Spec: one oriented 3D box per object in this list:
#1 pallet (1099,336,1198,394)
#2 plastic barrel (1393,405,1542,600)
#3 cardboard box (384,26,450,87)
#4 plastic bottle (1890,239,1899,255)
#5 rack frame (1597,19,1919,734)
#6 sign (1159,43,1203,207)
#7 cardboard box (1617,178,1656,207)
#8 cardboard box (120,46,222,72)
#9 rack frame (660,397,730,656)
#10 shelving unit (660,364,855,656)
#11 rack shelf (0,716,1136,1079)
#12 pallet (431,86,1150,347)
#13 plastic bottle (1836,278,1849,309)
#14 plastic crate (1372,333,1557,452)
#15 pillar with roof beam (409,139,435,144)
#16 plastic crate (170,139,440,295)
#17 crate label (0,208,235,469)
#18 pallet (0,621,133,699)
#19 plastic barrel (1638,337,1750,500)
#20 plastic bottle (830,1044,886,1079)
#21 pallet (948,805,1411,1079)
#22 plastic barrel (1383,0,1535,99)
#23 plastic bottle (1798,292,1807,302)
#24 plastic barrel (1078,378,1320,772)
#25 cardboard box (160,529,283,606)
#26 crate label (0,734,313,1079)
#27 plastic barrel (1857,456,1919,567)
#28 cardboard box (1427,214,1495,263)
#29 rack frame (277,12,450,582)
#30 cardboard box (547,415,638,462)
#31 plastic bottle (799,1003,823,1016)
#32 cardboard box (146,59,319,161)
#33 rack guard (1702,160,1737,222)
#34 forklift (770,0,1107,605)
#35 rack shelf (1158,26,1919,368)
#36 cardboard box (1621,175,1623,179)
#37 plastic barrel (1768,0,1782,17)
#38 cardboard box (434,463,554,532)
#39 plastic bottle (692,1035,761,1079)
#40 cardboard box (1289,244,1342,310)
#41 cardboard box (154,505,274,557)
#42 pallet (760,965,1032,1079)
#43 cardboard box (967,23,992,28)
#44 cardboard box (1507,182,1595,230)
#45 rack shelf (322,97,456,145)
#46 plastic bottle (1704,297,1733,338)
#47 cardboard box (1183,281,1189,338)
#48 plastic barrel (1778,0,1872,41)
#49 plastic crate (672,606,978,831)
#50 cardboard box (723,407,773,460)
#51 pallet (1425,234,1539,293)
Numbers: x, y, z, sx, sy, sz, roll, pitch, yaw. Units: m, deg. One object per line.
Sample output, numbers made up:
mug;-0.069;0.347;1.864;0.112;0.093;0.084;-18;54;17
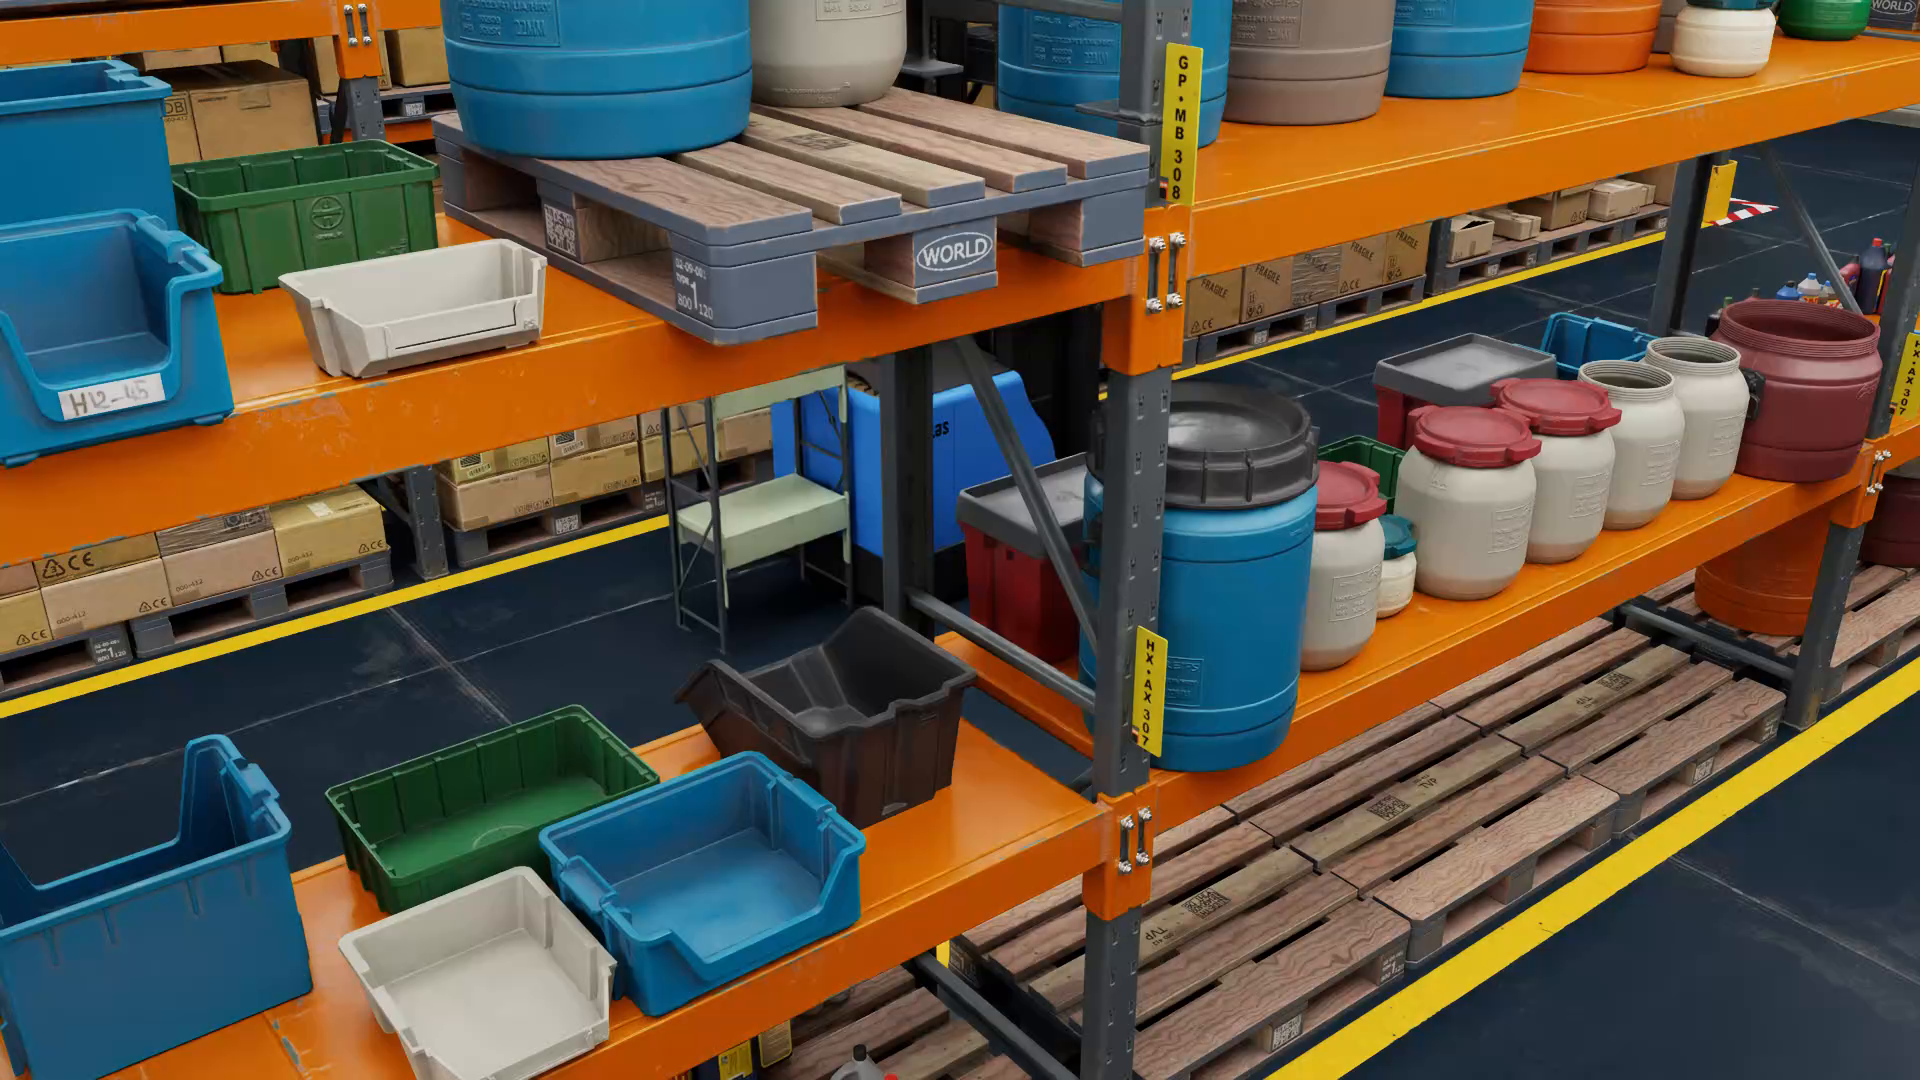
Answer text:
pallet;0.836;-1.286;11.270;1.213;0.211;1.003;-18;31;-34
plastic barrel;1.596;-0.117;5.277;0.433;0.535;0.433;0;25;0
cardboard box;-4.165;-3.798;12.729;0.500;0.500;0.700;-18;31;-34
plastic bottle;4.634;-1.359;8.173;0.185;0.351;0.144;-18;31;-34
rack frame;3.279;-0.728;6.755;0.127;3.000;1.000;-18;31;-34
sign;0.462;-0.868;3.484;0.005;0.325;0.100;-18;31;-34
cardboard box;5.870;-3.064;14.631;0.250;0.166;0.380;-18;31;-34
cardboard box;-5.561;-3.336;11.734;0.500;0.500;0.700;-18;30;-34
rack frame;-1.197;-0.214;7.429;0.023;1.500;0.400;-21;32;-37
shelving unit;-0.925;-0.317;7.652;0.755;1.500;0.431;-21;32;-37
rack shelf;-1.443;1.157;3.548;4.000;0.370;1.077;-18;31;-34
pallet;-0.377;-0.744;3.450;1.003;0.211;1.213;-18;31;-34
plastic bottle;4.154;-1.145;7.889;0.097;0.201;0.097;0;25;0
plastic crate;1.818;-0.438;6.055;0.583;0.464;0.402;-18;31;-34
pillar with roof beam;-1.735;-5.253;9.380;0.400;9.000;9.100;-18;31;-34
plastic crate;-1.279;-0.633;3.240;0.450;0.188;0.336;-18;31;-34
crate label;-1.340;-0.319;2.489;0.408;0.251;0.502;-18;31;-34
pallet;-4.535;0.446;7.539;1.213;0.211;1.003;-18;31;-34
plastic barrel;2.601;-0.440;6.003;0.421;0.512;0.421;0;25;0
plastic bottle;-0.287;1.528;4.517;0.185;0.351;0.144;-18;31;-34
pallet;0.725;1.359;5.570;1.213;0.211;1.003;-18;31;-34
plastic barrel;1.427;-1.820;4.950;0.708;0.901;0.600;-18;31;-34
plastic bottle;3.847;-1.044;7.672;0.097;0.201;0.097;0;25;0
plastic barrel;0.622;0.084;4.410;0.708;0.901;0.600;-18;31;-34
cardboard box;-3.552;0.046;7.856;0.500;0.250;0.500;-18;31;-34
crate label;-1.735;0.767;3.493;0.616;0.435;0.502;-18;31;-34
plastic barrel;4.542;-0.250;8.092;0.708;0.588;0.600;-18;31;-34
cardboard box;3.837;-2.426;13.085;0.500;0.311;0.500;-18;31;-34
rack frame;-2.923;-1.330;8.053;0.127;3.000;1.000;-18;31;-34
cardboard box;-2.047;-0.681;8.756;0.500;0.311;0.500;-19;31;-35
plastic bottle;-0.470;1.345;5.090;0.097;0.201;0.097;0;25;0
cardboard box;-3.268;-1.847;7.506;0.500;0.500;0.700;-18;30;-34
rack guard;6.461;-3.294;15.254;0.348;0.500;1.175;-18;31;-34
forklift;0.481;-1.512;8.526;3.031;2.935;1.130;-21;32;-37
rack shelf;1.705;-1.242;5.155;4.000;0.370;1.077;-18;31;-34
cardboard box;5.979;-3.359;15.289;0.250;0.149;0.380;-18;31;-34
plastic barrel;2.845;-2.160;6.144;0.421;0.512;0.421;0;25;0
cardboard box;-2.452;-0.296;8.593;0.500;0.250;0.500;-19;31;-35
plastic bottle;-0.671;1.433;4.722;0.185;0.351;0.144;-18;31;-34
cardboard box;2.372;-1.995;11.933;0.500;0.500;0.500;-18;30;-33
cardboard box;-3.553;-0.295;7.699;0.500;0.500;0.500;-18;31;-34
pallet;-0.423;1.737;4.757;1.213;0.211;1.003;-18;31;-34
cardboard box;0.105;-5.035;15.539;0.500;0.500;0.500;-19;31;-35
cardboard box;4.848;-2.965;14.019;0.637;0.503;0.797;-18;31;-34
rack shelf;-4.408;-3.164;12.858;4.000;0.370;1.077;-18;31;-34
plastic bottle;3.334;-0.921;7.310;0.133;0.283;0.061;-18;31;-34
cardboard box;1.168;-1.597;11.074;0.500;0.500;0.500;-20;31;-36
plastic barrel;3.116;-1.937;5.981;0.294;0.245;0.294;0;25;0
plastic crate;-0.359;0.433;4.327;0.504;0.338;0.767;-18;31;-34
cardboard box;-1.243;-0.696;9.454;0.500;0.250;0.500;-18;30;-33
pallet;3.914;-2.322;13.502;1.213;0.211;1.003;-18;31;-34
